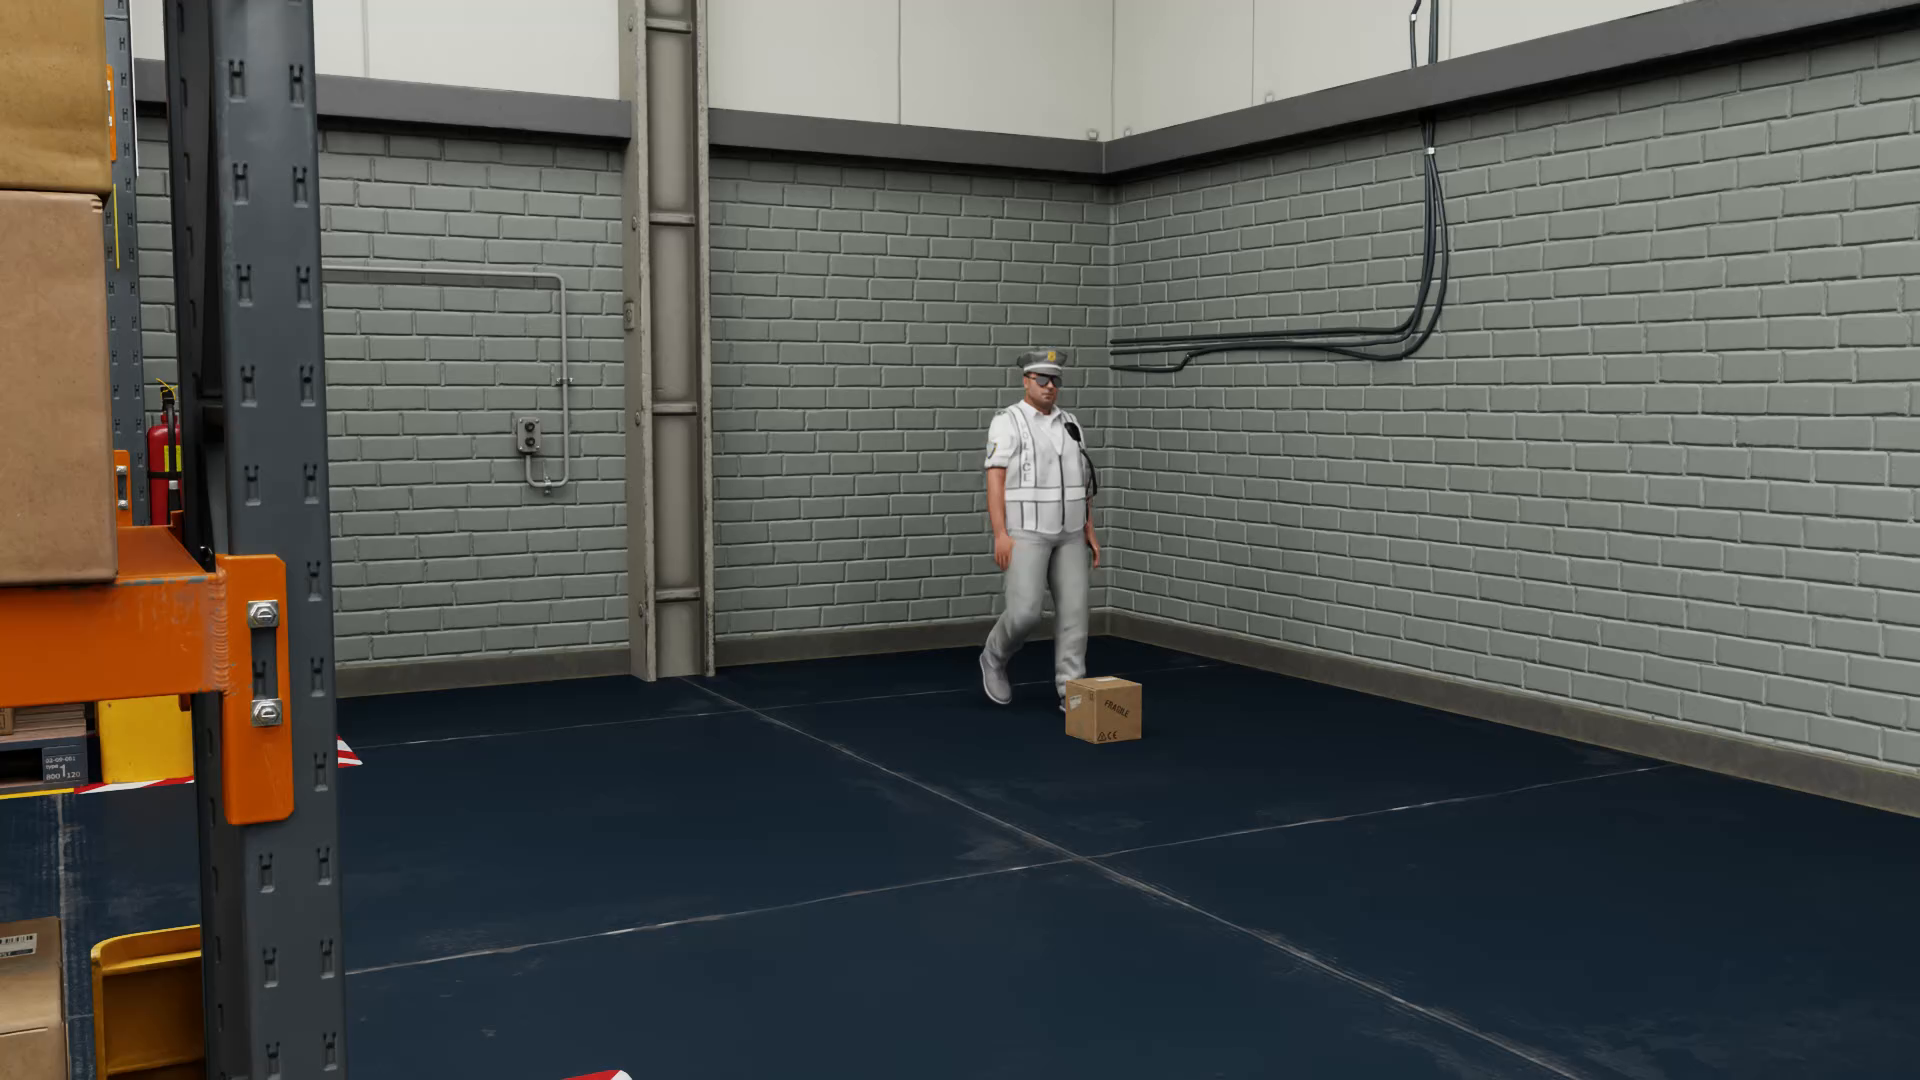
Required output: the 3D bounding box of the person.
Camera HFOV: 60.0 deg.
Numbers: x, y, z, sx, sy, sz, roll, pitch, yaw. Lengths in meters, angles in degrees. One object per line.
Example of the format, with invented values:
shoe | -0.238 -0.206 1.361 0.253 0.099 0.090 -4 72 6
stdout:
person | 0.406 -0.035 7.971 0.559 1.750 0.718 -3 6 -30
